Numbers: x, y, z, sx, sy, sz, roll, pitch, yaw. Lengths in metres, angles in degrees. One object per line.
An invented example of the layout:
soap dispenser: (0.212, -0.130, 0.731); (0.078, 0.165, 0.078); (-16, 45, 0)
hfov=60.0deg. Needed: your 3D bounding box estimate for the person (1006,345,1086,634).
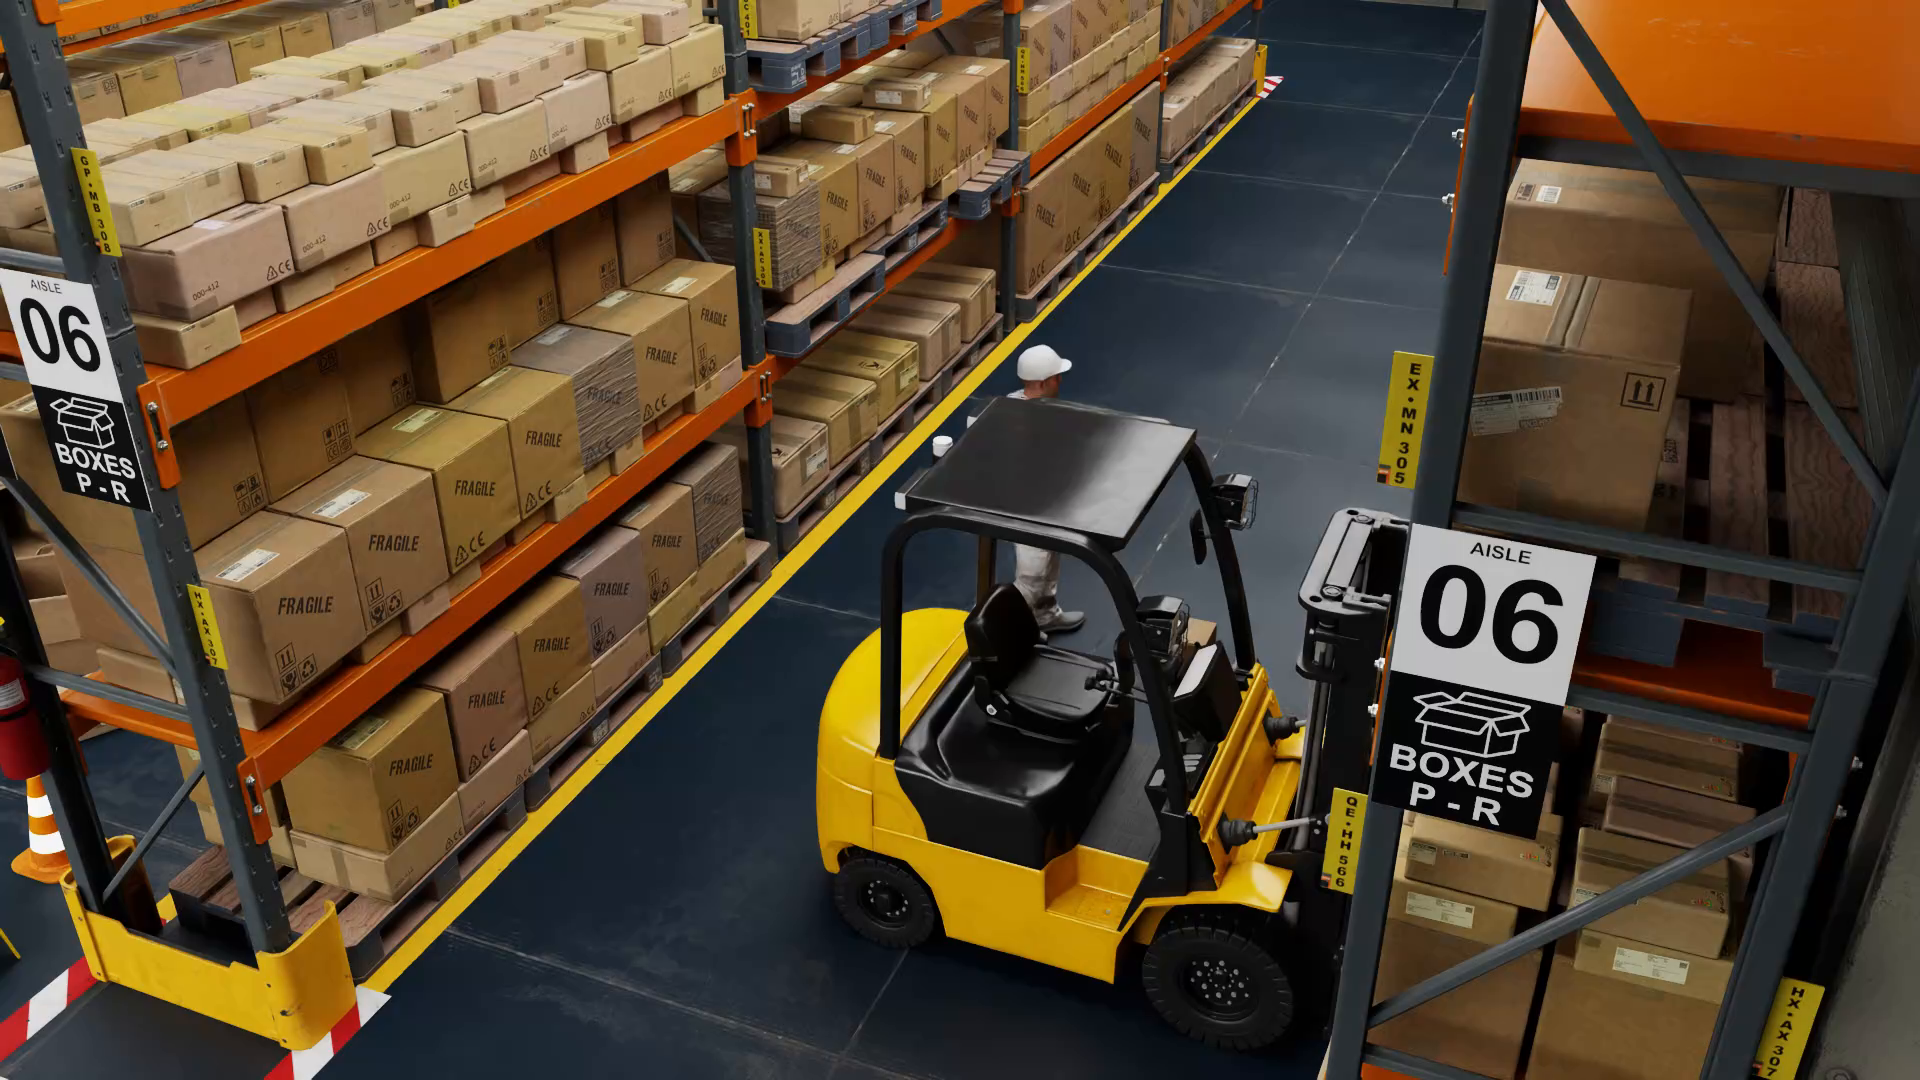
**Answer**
person: (0.356, -0.168, 8.683); (0.784, 1.769, 0.666); (-5, 30, -9)
